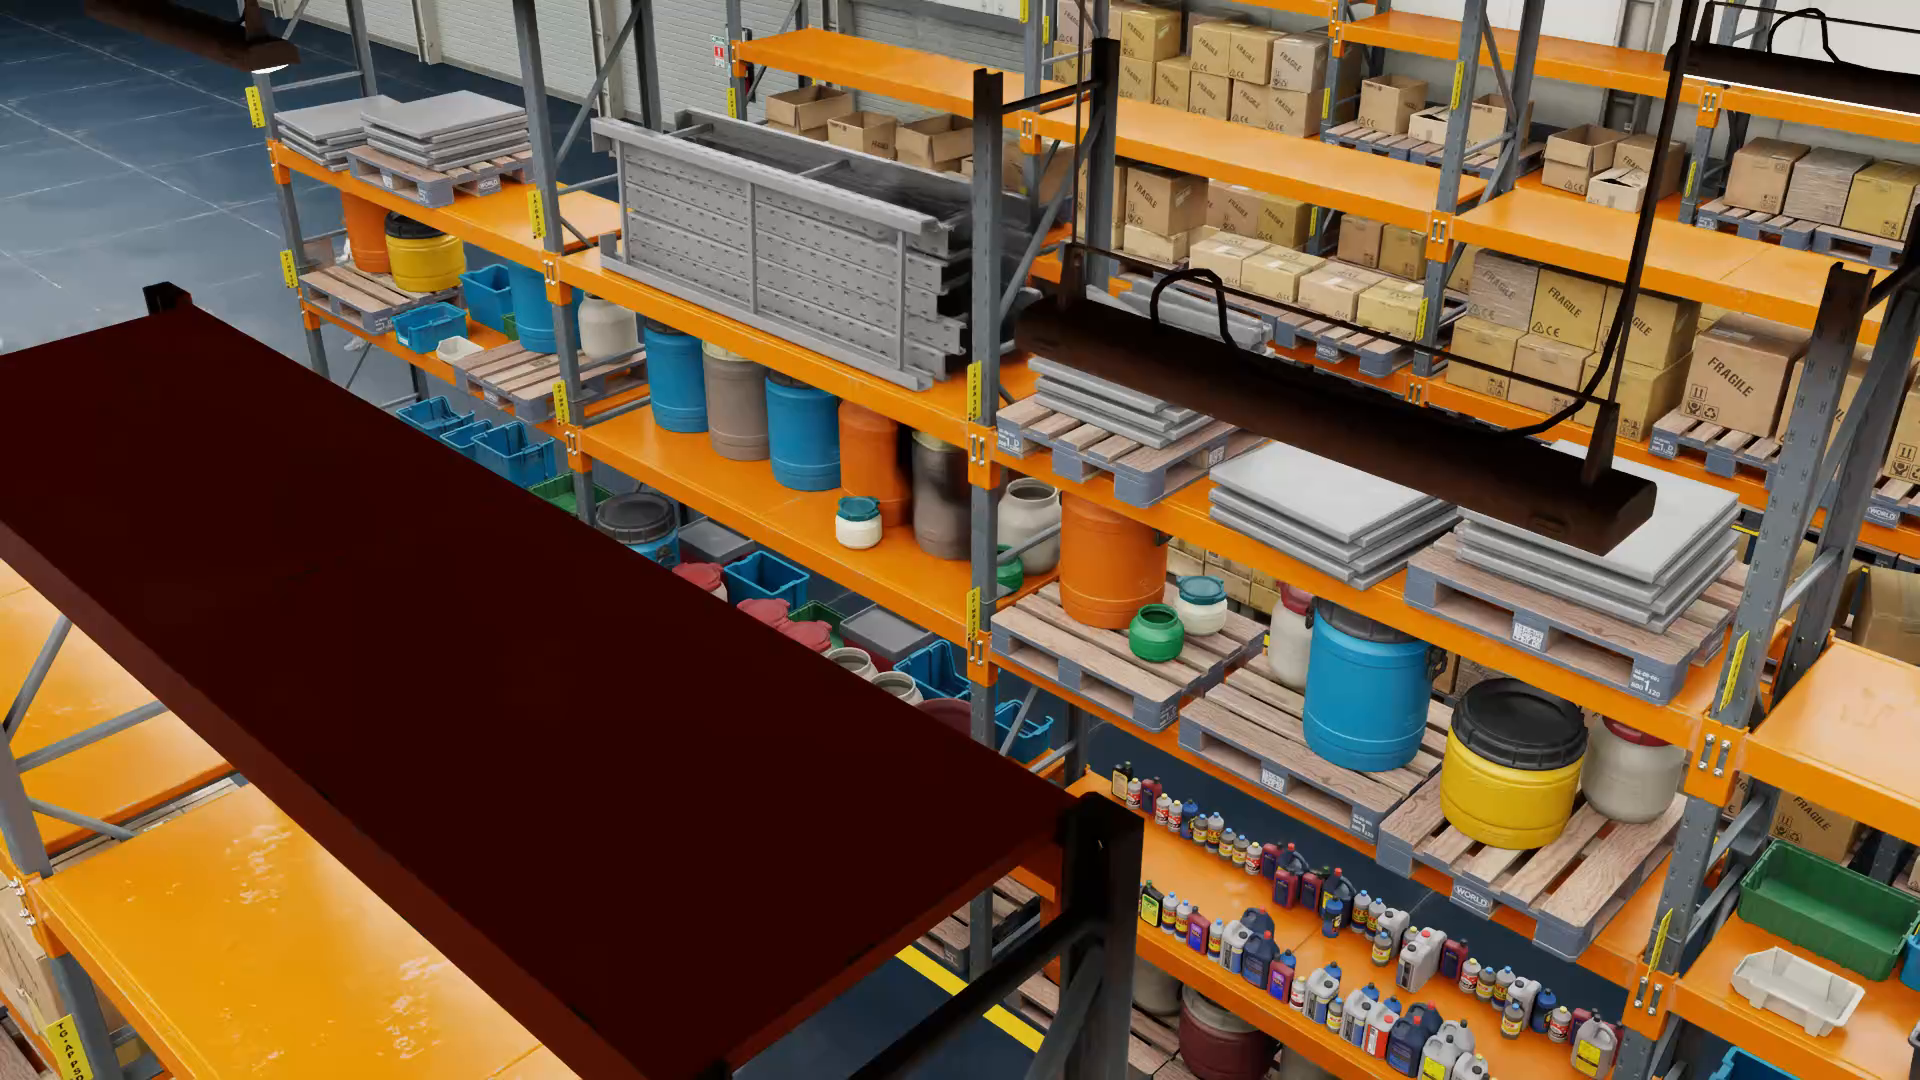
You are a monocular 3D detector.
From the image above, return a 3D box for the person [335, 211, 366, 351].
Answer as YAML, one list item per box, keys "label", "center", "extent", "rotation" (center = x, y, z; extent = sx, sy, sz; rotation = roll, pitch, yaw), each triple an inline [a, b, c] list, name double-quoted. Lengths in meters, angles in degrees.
- label: "person"
  center: [-7.144, -3.182, 20.158]
  extent: [0.935, 1.687, 0.583]
  rotation: [-13, 32, -22]
